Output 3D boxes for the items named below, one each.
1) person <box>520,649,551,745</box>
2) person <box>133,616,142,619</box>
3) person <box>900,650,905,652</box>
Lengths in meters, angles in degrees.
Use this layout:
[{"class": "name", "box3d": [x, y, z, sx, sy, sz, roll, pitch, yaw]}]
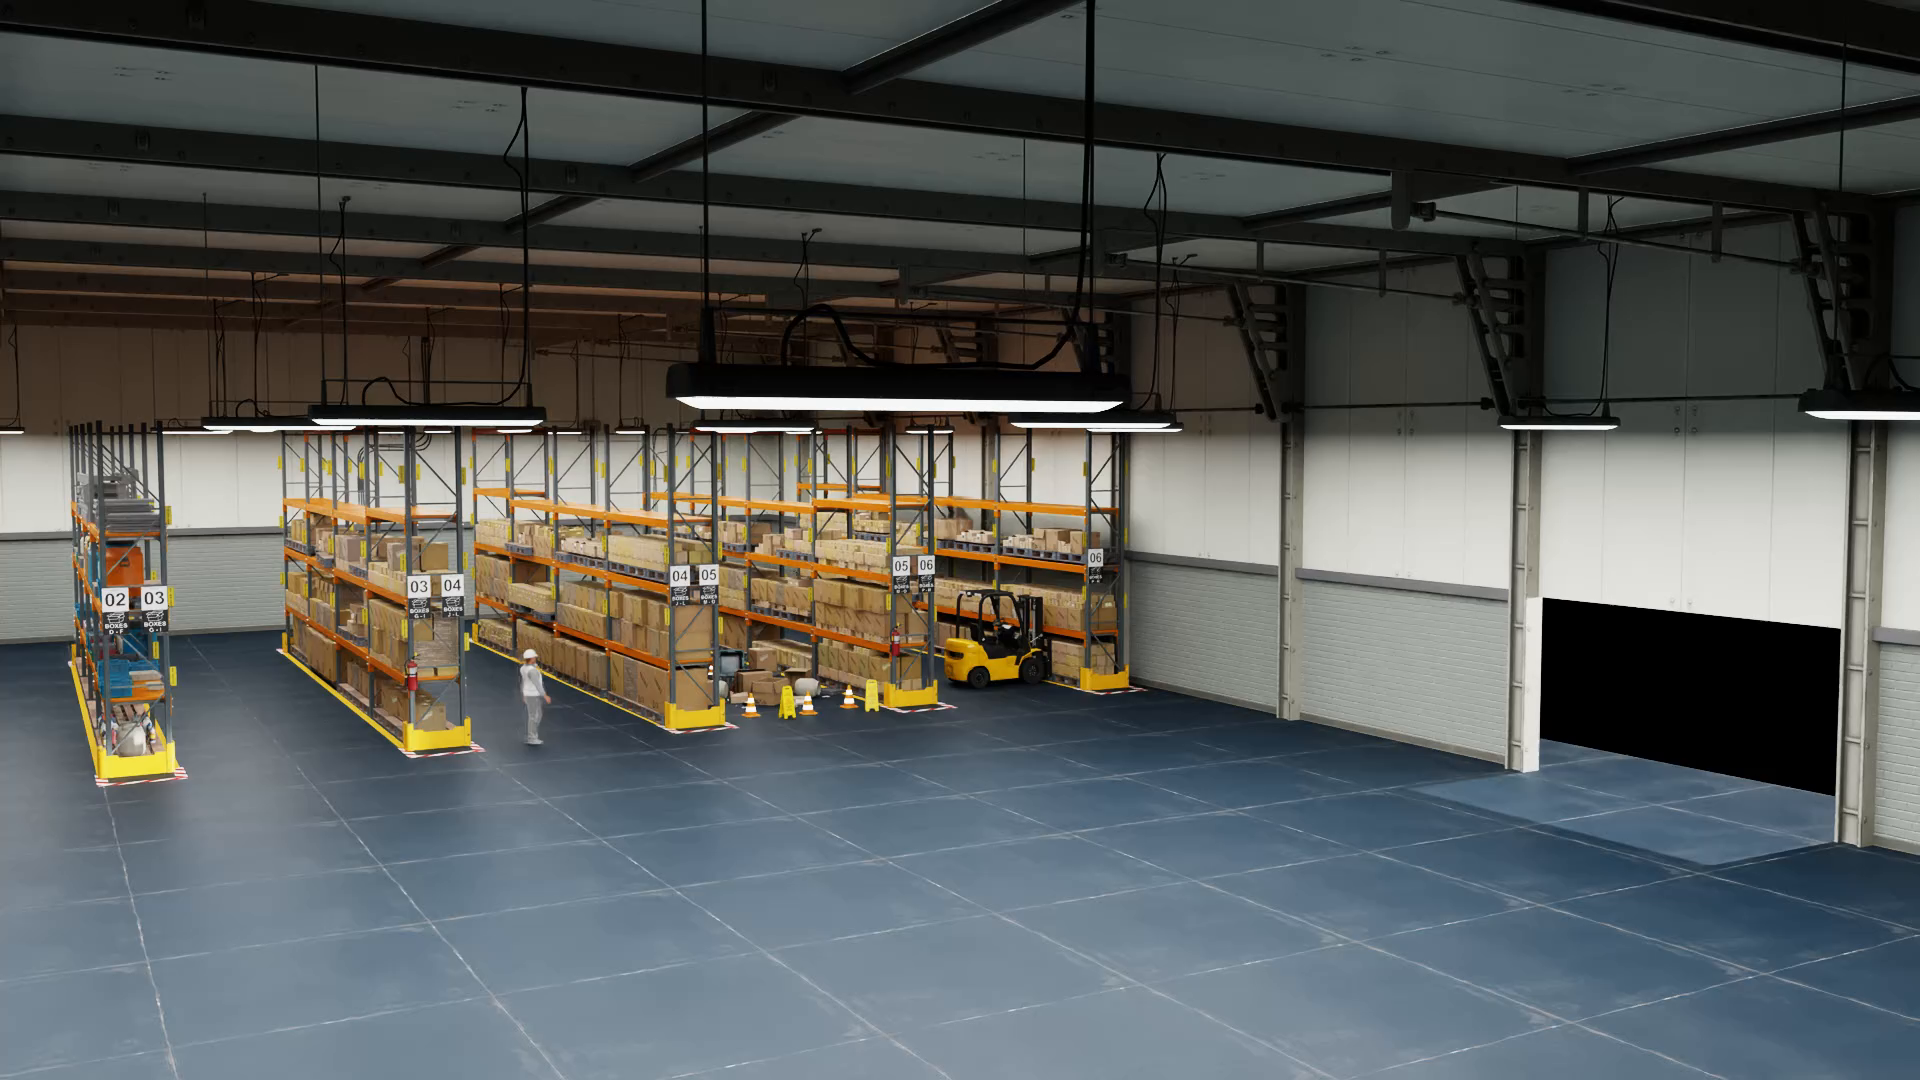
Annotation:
[{"class": "person", "box3d": [-7.931, 2.934, 31.076, 0.579, 1.805, 0.592, -1, 4, -10]}, {"class": "person", "box3d": [-22.874, 2.014, 45.829, 0.904, 1.745, 0.625, 0, 4, -4]}, {"class": "person", "box3d": [-1.595, 2.108, 42.950, 0.542, 1.689, 0.367, 2, 4, 32]}]
